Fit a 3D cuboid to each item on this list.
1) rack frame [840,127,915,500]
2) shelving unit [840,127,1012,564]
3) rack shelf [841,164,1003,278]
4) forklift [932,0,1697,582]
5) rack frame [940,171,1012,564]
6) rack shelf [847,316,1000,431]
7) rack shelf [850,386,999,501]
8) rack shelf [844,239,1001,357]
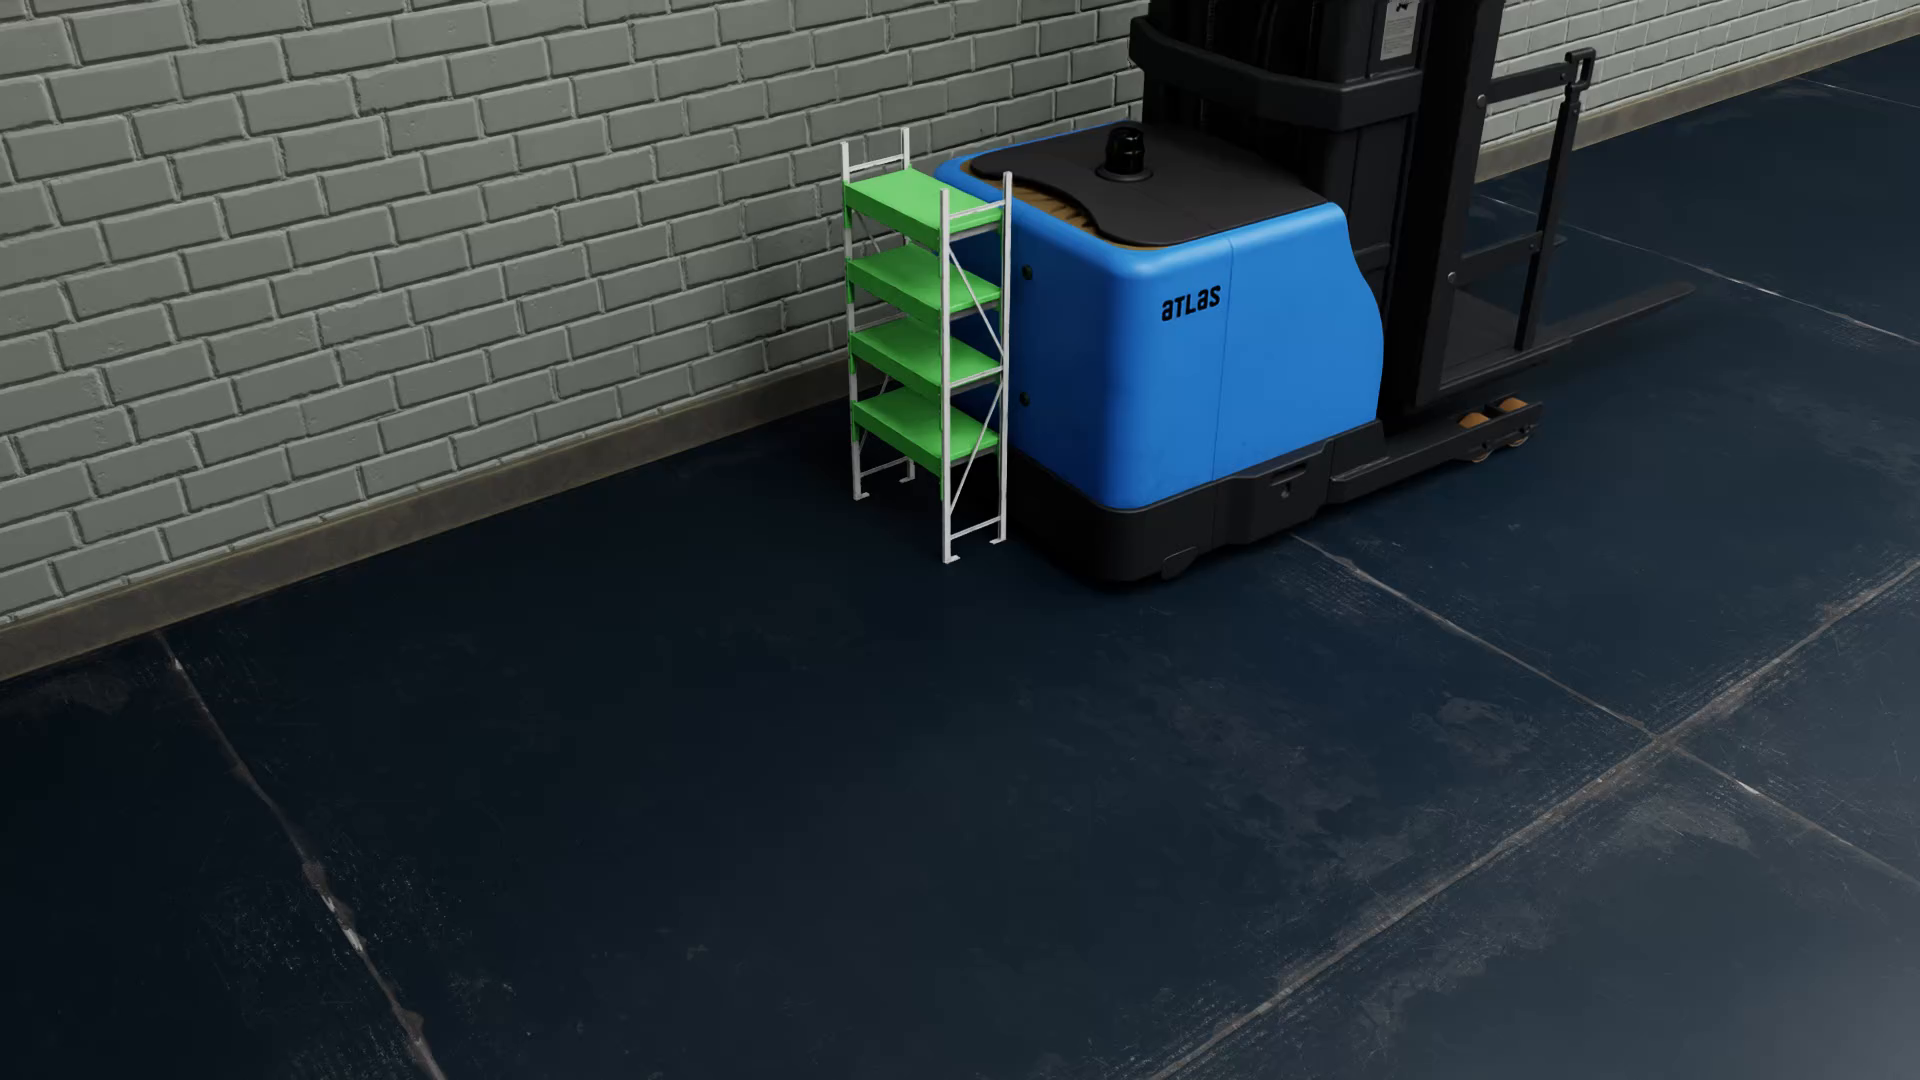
[{"bbox_3d":[-0.251,-0.680,5.208,0.240,1.200,0.015,-22,38,-31],"label":"rack frame"},{"bbox_3d":[-0.103,-0.578,5.044,0.258,1.200,0.503,-22,38,-31],"label":"shelving unit"},{"bbox_3d":[-0.103,-0.932,4.824,0.258,0.148,0.480,-22,38,-31],"label":"rack shelf"},{"bbox_3d":[1.400,-1.720,5.241,3.031,2.935,1.130,-20,37,-29],"label":"forklift"},{"bbox_3d":[0.045,-0.476,4.879,0.240,1.200,0.015,-22,38,-31],"label":"rack frame"},{"bbox_3d":[-0.103,-0.524,5.077,0.258,0.148,0.480,-22,38,-31],"label":"rack shelf"},{"bbox_3d":[-0.103,-0.320,5.204,0.258,0.148,0.480,-22,38,-31],"label":"rack shelf"},{"bbox_3d":[-0.103,-0.728,4.951,0.258,0.148,0.480,-22,38,-31],"label":"rack shelf"}]
